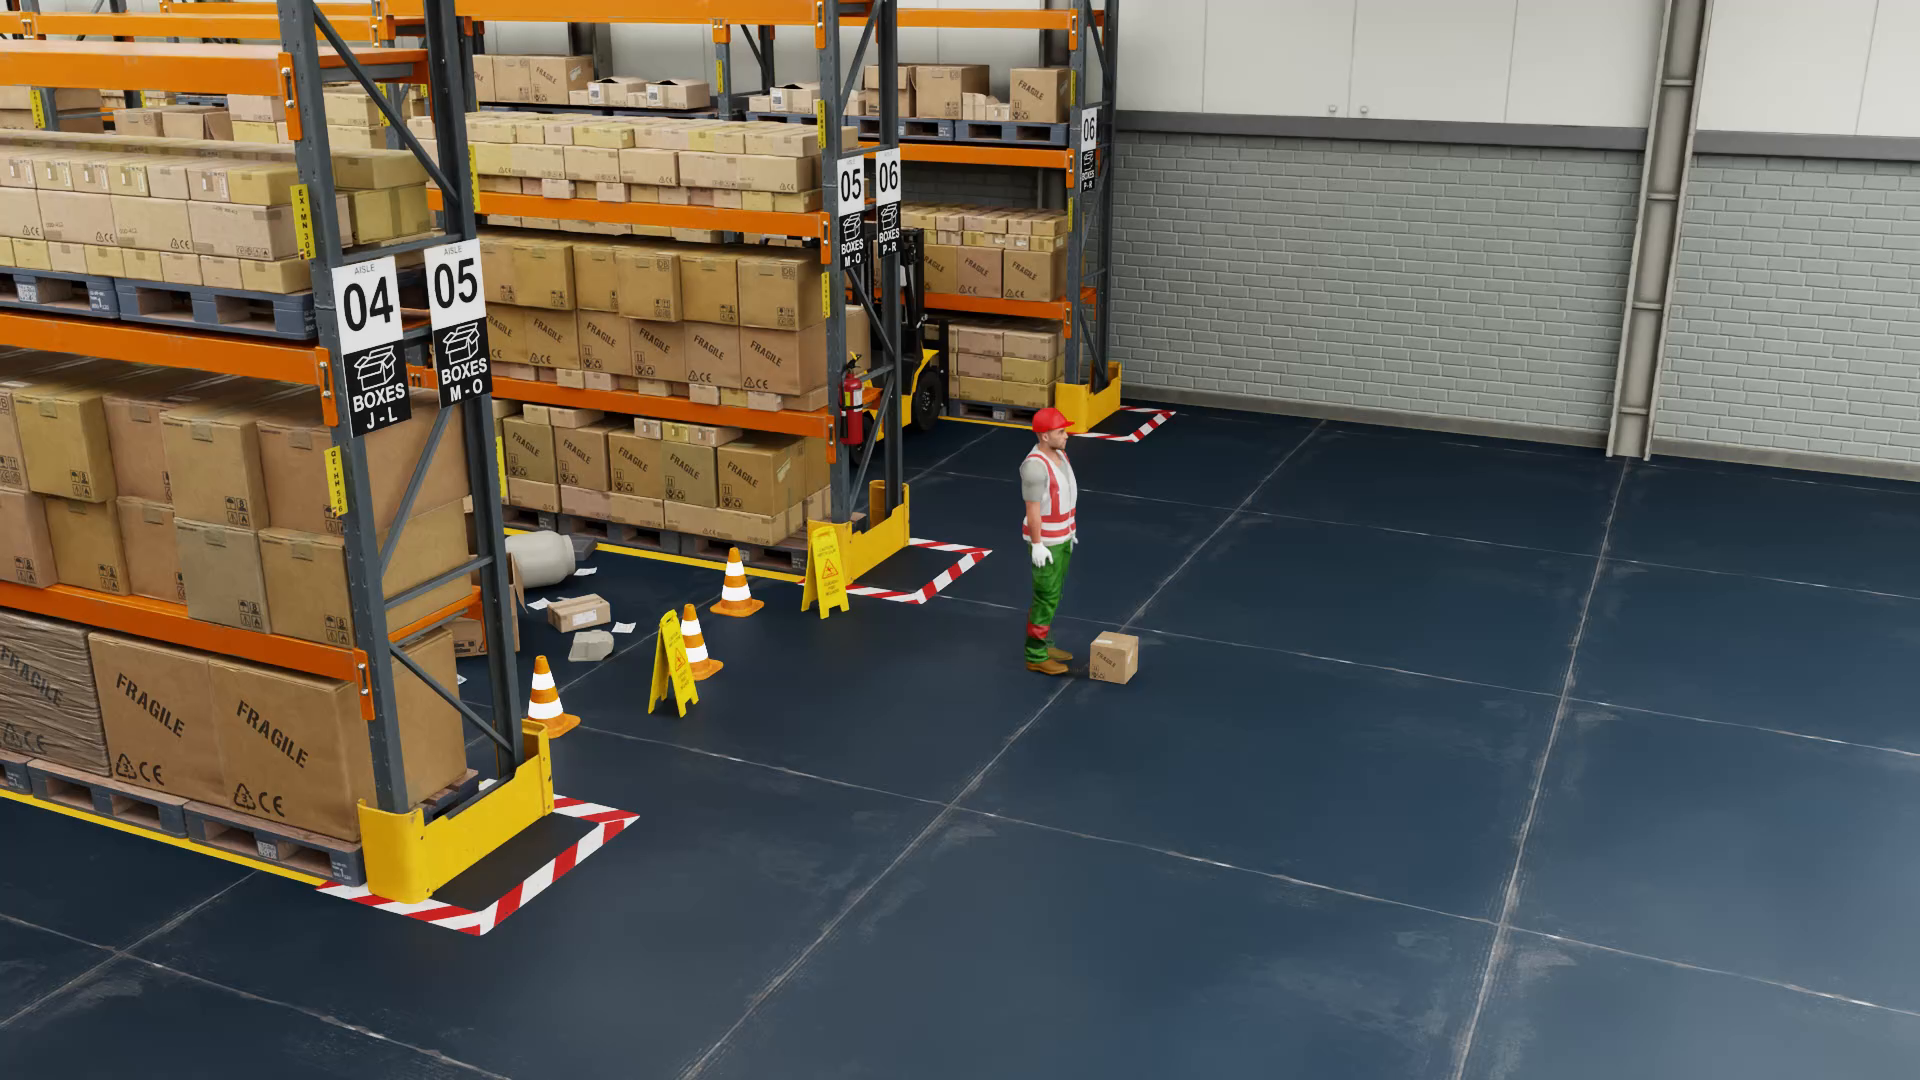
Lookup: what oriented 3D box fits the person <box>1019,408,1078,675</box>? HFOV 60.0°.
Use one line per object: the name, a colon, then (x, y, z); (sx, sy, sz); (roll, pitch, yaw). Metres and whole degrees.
person: (0.613, 0.000, 11.038); (0.373, 1.795, 0.523); (9, 21, 24)
